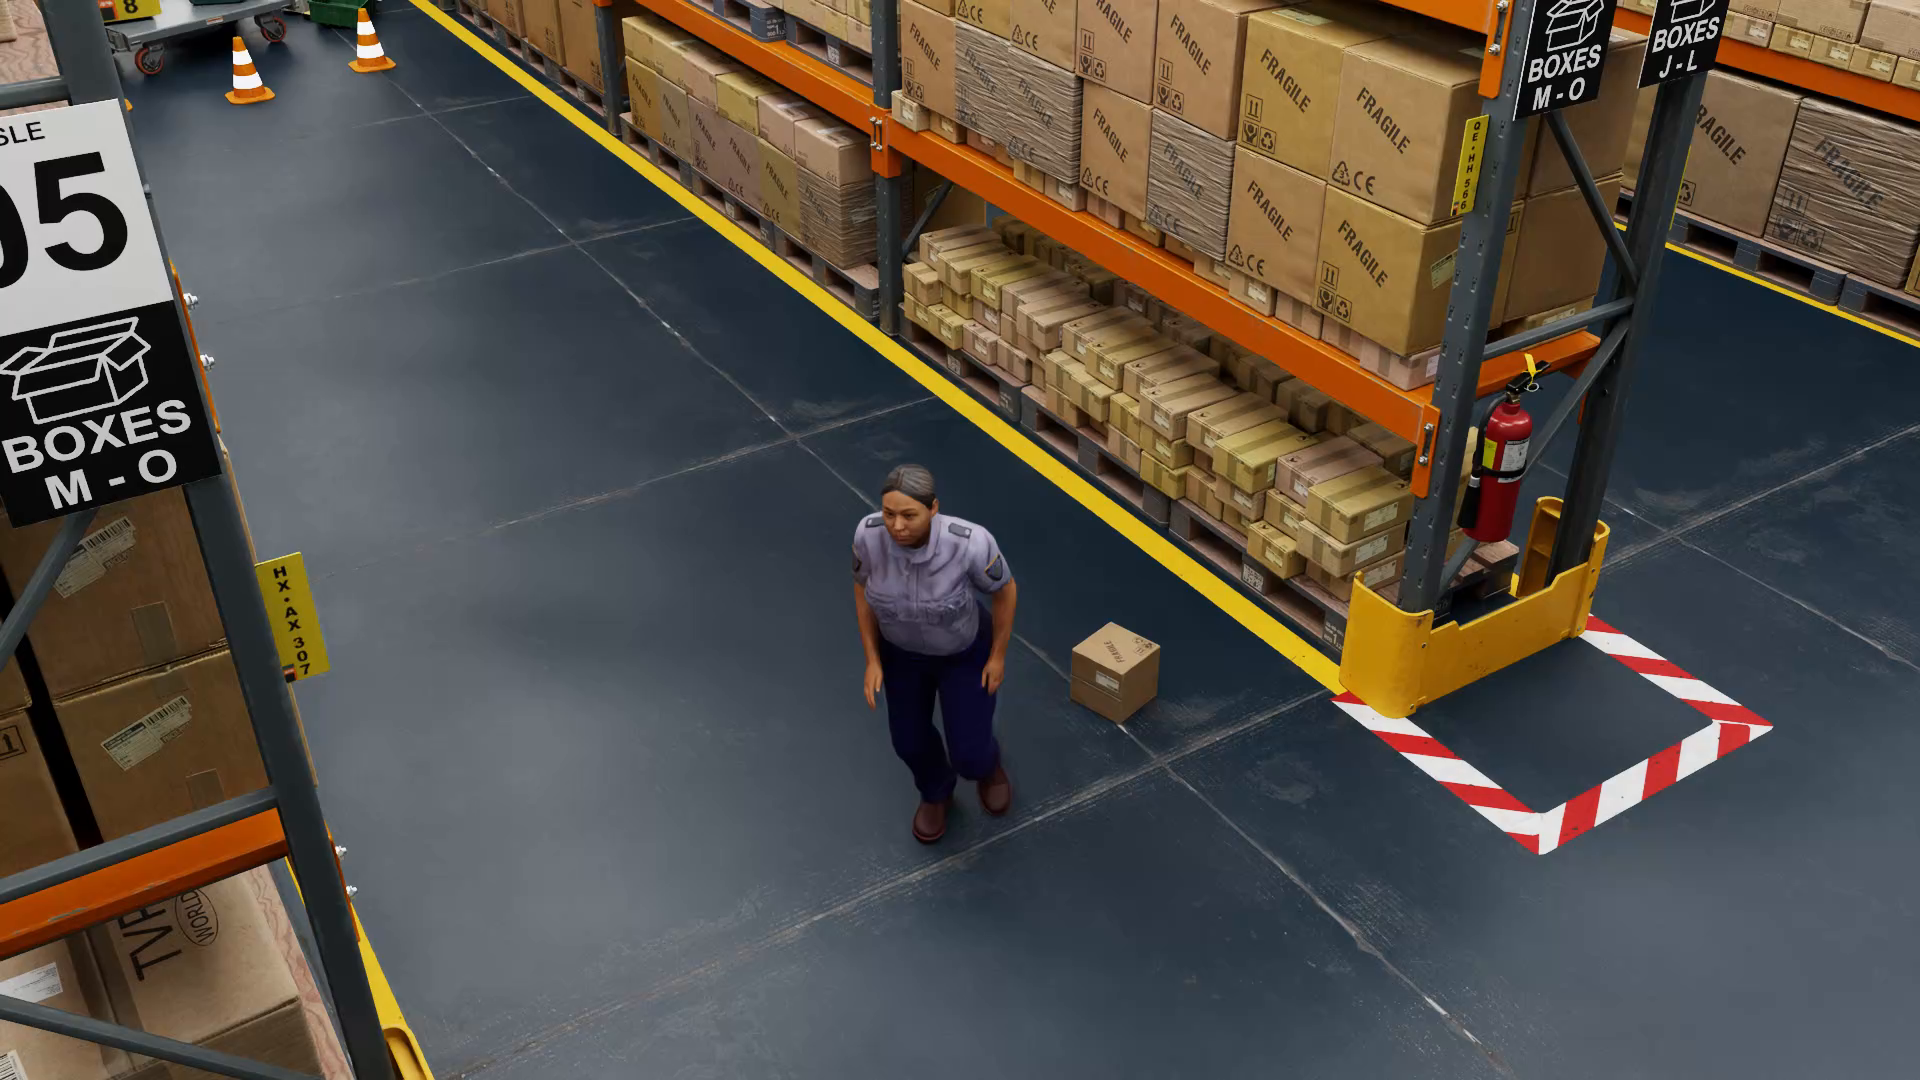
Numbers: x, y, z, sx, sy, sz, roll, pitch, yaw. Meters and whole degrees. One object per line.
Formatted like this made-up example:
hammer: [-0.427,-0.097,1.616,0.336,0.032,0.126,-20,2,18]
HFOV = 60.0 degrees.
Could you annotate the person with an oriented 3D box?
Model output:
person: [-0.074,0.370,5.609,0.542,1.599,0.585,9,34,14]
